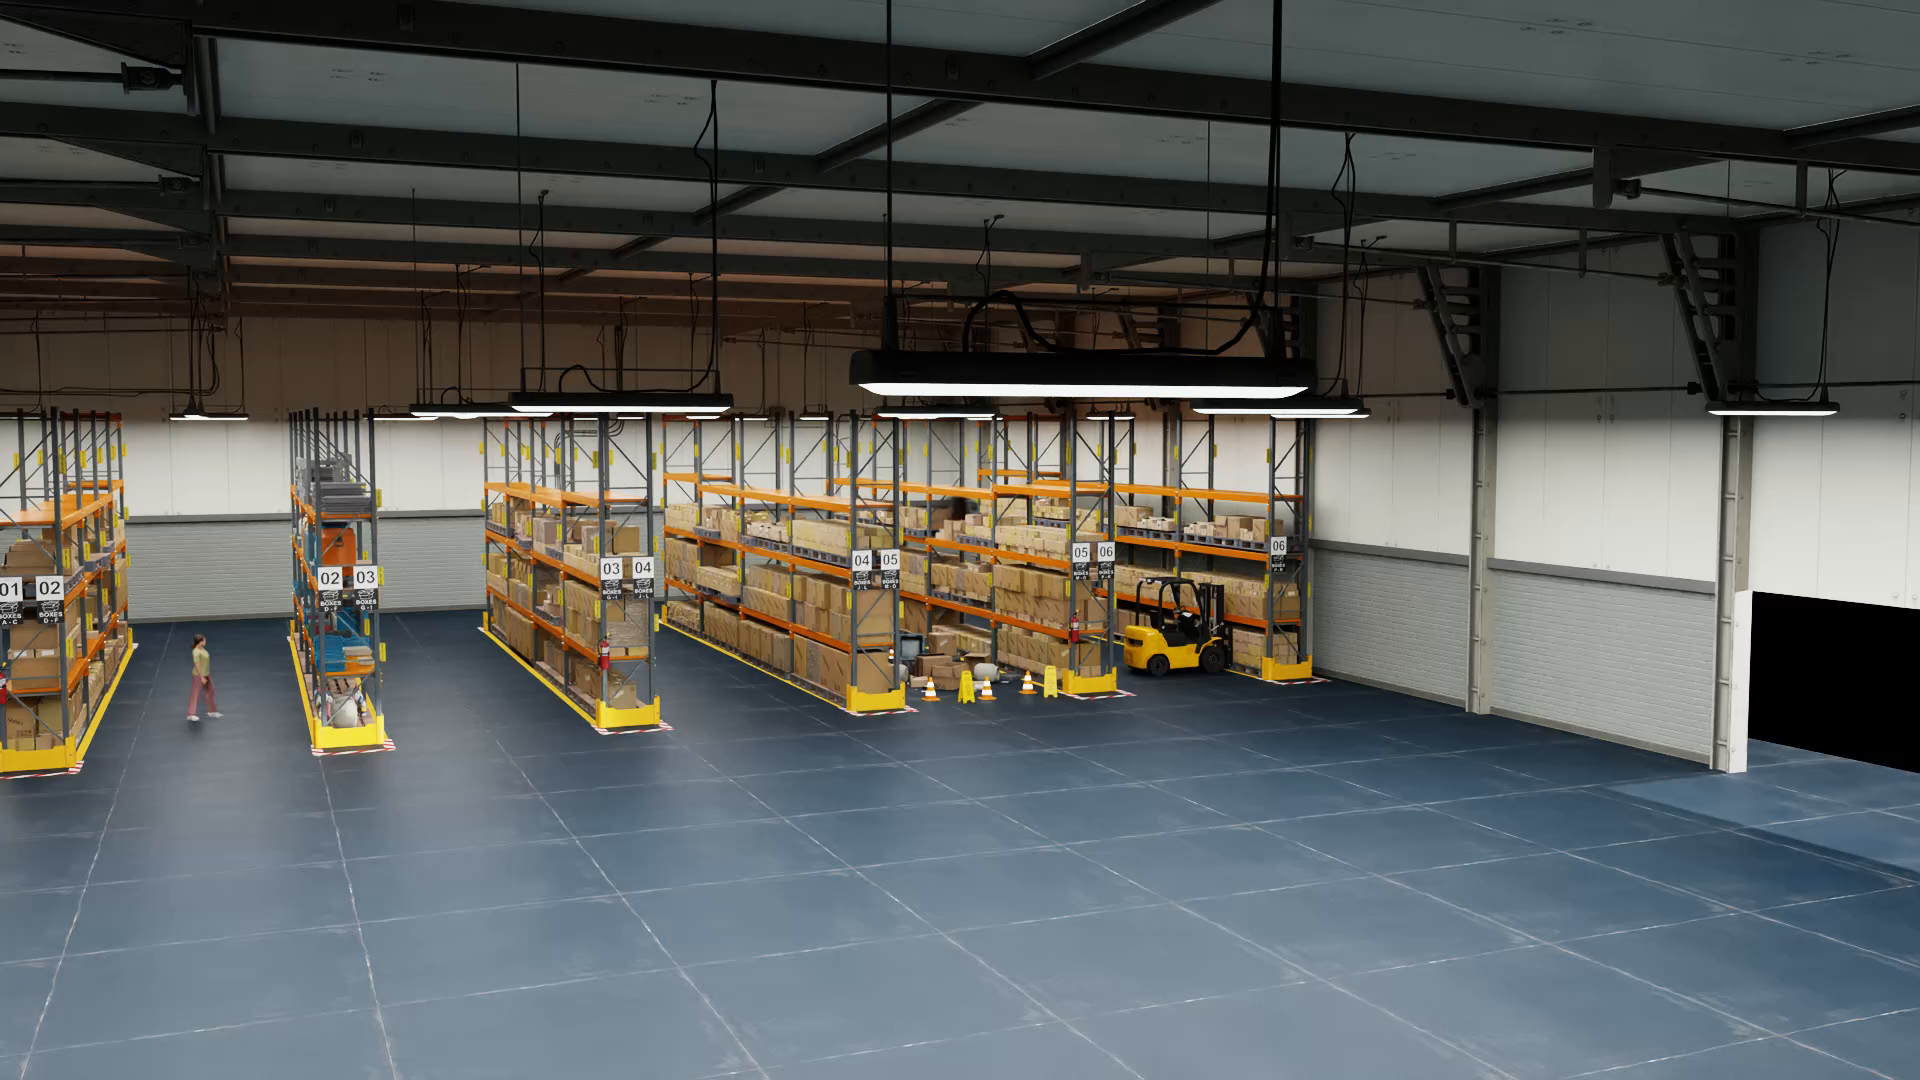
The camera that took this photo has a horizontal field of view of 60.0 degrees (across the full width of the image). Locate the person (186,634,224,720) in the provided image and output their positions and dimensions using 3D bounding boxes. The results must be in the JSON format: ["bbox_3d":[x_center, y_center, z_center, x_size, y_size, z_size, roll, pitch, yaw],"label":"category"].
[{"bbox_3d":[-14.662,2.705,32.210,0.530,1.587,0.621,0,4,-1],"label":"person"}]

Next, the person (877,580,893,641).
[{"bbox_3d":[-1.859,1.784,40.451,0.536,1.662,0.468,1,4,7],"label":"person"}]
